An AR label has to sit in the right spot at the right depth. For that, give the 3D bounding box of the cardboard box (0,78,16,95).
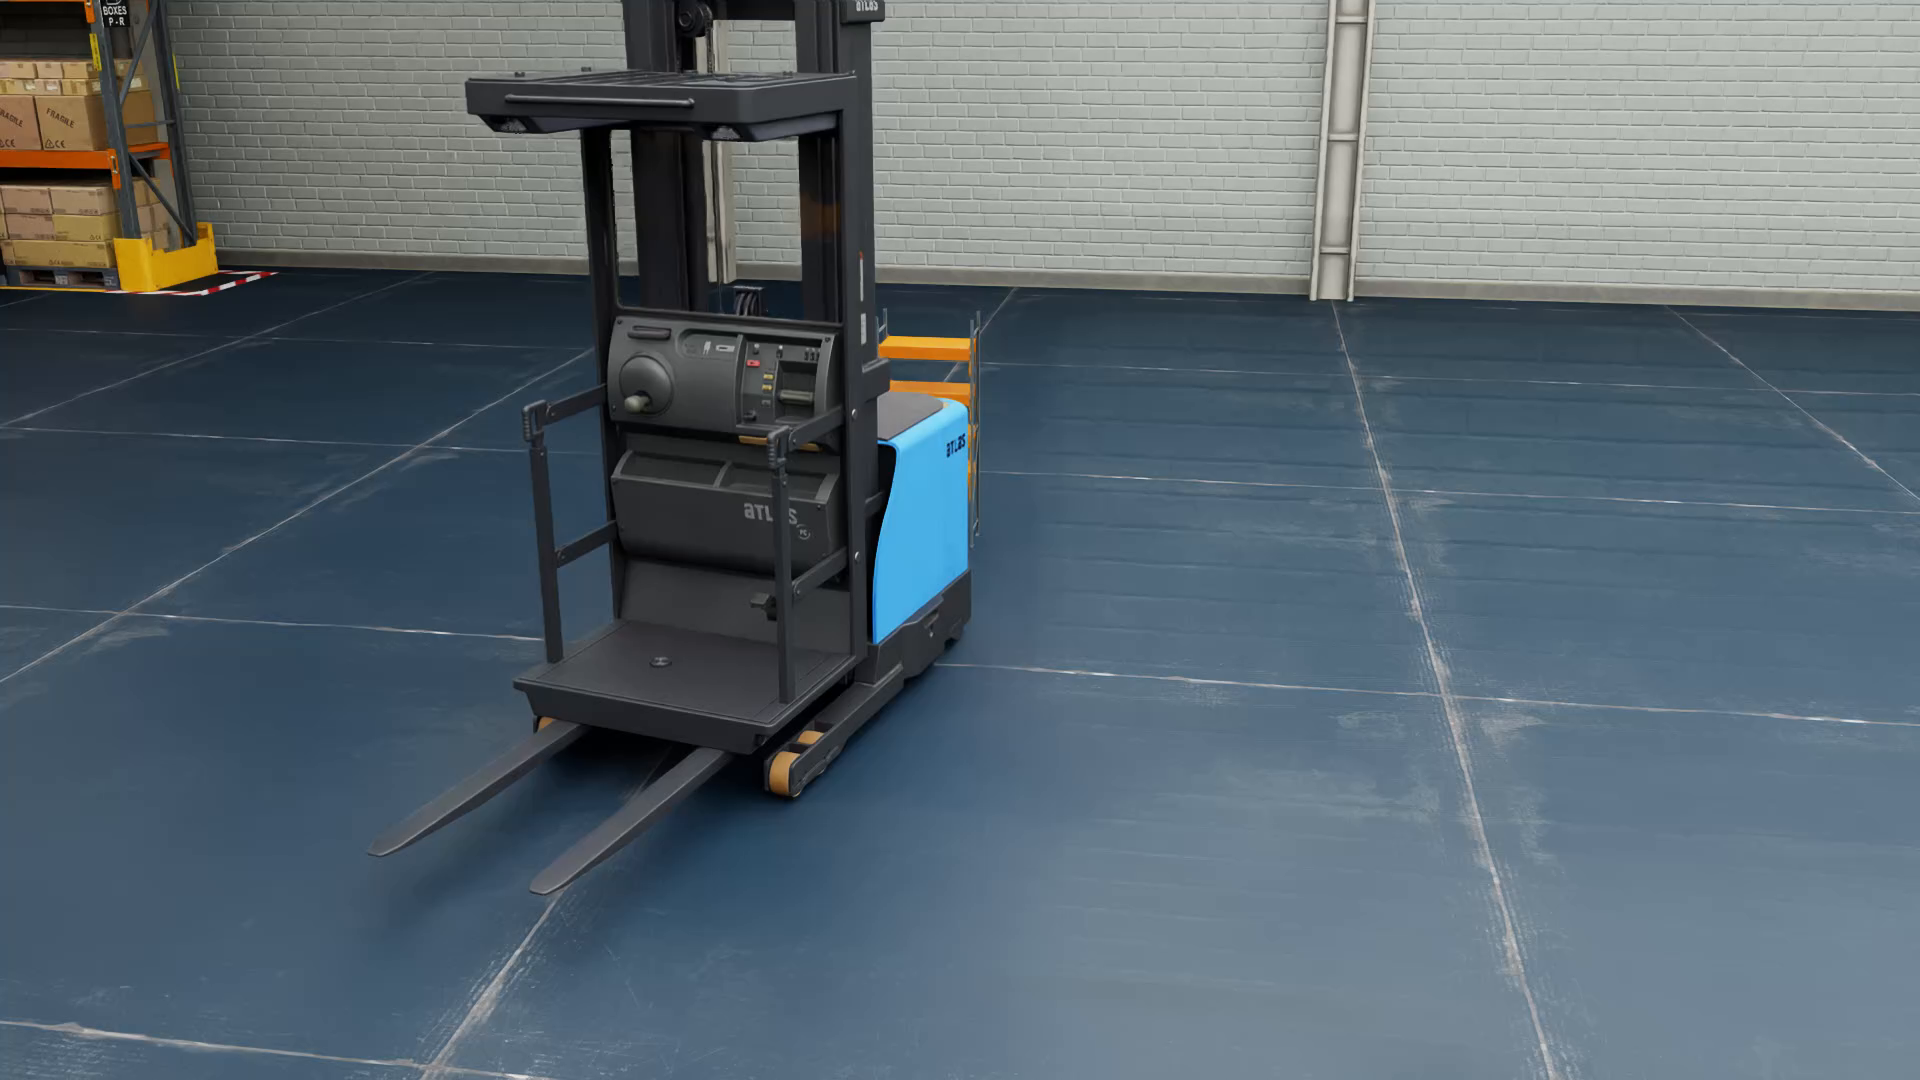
[{"bbox_3d":[-8.959,-4.319,15.805,0.250,0.149,0.380,3,19,8],"label":"cardboard box"}]

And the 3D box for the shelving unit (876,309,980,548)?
[{"bbox_3d":[-0.163,-0.577,8.638,0.503,1.200,0.258,3,19,9],"label":"shelving unit"}]

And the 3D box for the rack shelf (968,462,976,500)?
[{"bbox_3d":[-0.163,-0.325,8.722,0.480,0.148,0.258,3,19,9],"label":"rack shelf"}]

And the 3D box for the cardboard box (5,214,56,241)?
[{"bbox_3d":[-8.849,-3.070,16.135,0.500,0.250,0.500,3,19,8],"label":"cardboard box"}]

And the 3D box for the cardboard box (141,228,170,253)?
[{"bbox_3d":[-8.279,-2.964,16.605,0.500,0.250,0.500,3,19,9],"label":"cardboard box"}]

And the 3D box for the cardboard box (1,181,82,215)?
[{"bbox_3d":[-8.835,-3.301,16.038,0.500,0.250,0.500,3,19,10],"label":"cardboard box"}]

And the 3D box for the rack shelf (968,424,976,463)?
[{"bbox_3d":[-0.163,-0.514,8.659,0.480,0.148,0.258,3,19,9],"label":"rack shelf"}]

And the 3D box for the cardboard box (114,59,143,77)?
[{"bbox_3d":[-8.123,-4.563,16.063,0.250,0.149,0.380,3,19,8],"label":"cardboard box"}]

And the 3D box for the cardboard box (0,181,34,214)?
[{"bbox_3d":[-9.334,-3.324,16.105,0.500,0.250,0.500,3,19,9],"label":"cardboard box"}]

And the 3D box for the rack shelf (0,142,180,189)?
[{"bbox_3d":[-9.800,-3.742,16.394,4.000,0.370,1.077,3,19,9],"label":"rack shelf"}]

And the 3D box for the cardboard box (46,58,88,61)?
[{"bbox_3d":[-8.639,-4.595,16.161,0.250,0.149,0.380,3,19,10],"label":"cardboard box"}]

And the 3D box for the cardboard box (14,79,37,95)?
[{"bbox_3d":[-8.716,-4.303,15.757,0.250,0.149,0.380,3,19,10],"label":"cardboard box"}]

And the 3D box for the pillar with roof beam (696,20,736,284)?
[{"bbox_3d":[-3.129,-5.494,11.042,0.400,9.000,9.100,3,19,9],"label":"pillar with roof beam"}]

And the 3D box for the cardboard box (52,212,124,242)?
[{"bbox_3d":[-8.356,-3.041,16.050,0.500,0.250,0.500,3,19,8],"label":"cardboard box"}]

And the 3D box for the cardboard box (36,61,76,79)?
[{"bbox_3d":[-8.461,-4.433,15.677,0.250,0.149,0.380,3,19,9],"label":"cardboard box"}]

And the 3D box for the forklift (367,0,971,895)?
[{"bbox_3d":[-0.975,-0.609,6.004,1.130,2.935,3.031,7,20,21],"label":"forklift"}]

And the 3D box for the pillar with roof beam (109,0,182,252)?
[{"bbox_3d":[-9.053,-5.796,11.945,0.400,9.000,9.100,3,19,9],"label":"pillar with roof beam"}]

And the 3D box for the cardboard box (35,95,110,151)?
[{"bbox_3d":[-8.353,-3.973,15.791,0.500,0.500,0.500,3,19,7],"label":"cardboard box"}]

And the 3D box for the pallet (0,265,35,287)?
[{"bbox_3d":[-9.788,-2.748,16.683,1.213,0.211,1.003,3,19,9],"label":"pallet"}]

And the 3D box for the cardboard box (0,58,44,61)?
[{"bbox_3d":[-9.145,-4.618,16.228,0.250,0.149,0.380,4,19,10],"label":"cardboard box"}]

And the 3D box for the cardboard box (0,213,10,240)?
[{"bbox_3d":[-9.362,-3.090,16.193,0.500,0.250,0.500,2,19,7],"label":"cardboard box"}]

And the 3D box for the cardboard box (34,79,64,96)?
[{"bbox_3d":[-8.469,-4.271,15.660,0.250,0.149,0.380,3,19,10],"label":"cardboard box"}]

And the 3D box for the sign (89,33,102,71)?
[{"bbox_3d":[-7.925,-4.475,15.251,0.005,0.325,0.100,3,19,9],"label":"sign"}]

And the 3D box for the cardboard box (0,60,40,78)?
[{"bbox_3d":[-8.958,-4.474,15.798,0.250,0.149,0.380,3,19,9],"label":"cardboard box"}]

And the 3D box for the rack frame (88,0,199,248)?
[{"bbox_3d":[-7.825,-3.983,15.979,0.127,3.000,1.000,3,19,9],"label":"rack frame"}]

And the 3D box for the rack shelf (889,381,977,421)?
[{"bbox_3d":[-0.163,-0.726,8.588,0.480,0.148,0.258,3,19,9],"label":"rack shelf"}]

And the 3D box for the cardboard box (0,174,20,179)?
[{"bbox_3d":[-9.761,-3.516,16.680,0.500,0.250,0.500,3,19,8],"label":"cardboard box"}]

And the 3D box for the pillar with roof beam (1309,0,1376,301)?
[{"bbox_3d":[2.795,-5.192,10.140,0.400,9.000,9.100,3,19,9],"label":"pillar with roof beam"}]

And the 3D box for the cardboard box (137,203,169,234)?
[{"bbox_3d":[-8.257,-3.204,16.534,0.500,0.250,0.500,3,19,10],"label":"cardboard box"}]

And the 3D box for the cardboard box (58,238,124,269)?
[{"bbox_3d":[-8.339,-2.803,16.123,0.500,0.250,0.500,3,19,9],"label":"cardboard box"}]

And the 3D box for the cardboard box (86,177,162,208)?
[{"bbox_3d":[-8.270,-3.435,16.439,0.500,0.250,0.500,3,19,8],"label":"cardboard box"}]

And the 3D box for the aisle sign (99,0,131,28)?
[{"bbox_3d":[-7.807,-5.120,15.281,0.004,0.787,0.394,3,19,9],"label":"aisle sign"}]

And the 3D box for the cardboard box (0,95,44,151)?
[{"bbox_3d":[-8.864,-4.002,15.878,0.500,0.500,0.500,4,19,10],"label":"cardboard box"}]

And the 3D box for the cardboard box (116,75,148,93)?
[{"bbox_3d":[-8.119,-4.436,16.154,0.250,0.149,0.380,2,19,7],"label":"cardboard box"}]

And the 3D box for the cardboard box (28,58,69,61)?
[{"bbox_3d":[-8.881,-4.612,16.212,0.250,0.149,0.380,3,19,9],"label":"cardboard box"}]

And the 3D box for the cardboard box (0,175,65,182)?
[{"bbox_3d":[-9.256,-3.488,16.596,0.500,0.250,0.500,3,19,8],"label":"cardboard box"}]

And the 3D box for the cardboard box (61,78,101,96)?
[{"bbox_3d":[-8.212,-4.267,15.650,0.250,0.149,0.380,3,19,9],"label":"cardboard box"}]

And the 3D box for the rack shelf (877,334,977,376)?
[{"bbox_3d":[-0.163,-0.950,8.513,0.480,0.148,0.258,3,19,9],"label":"rack shelf"}]

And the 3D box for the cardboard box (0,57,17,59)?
[{"bbox_3d":[-9.389,-4.662,16.360,0.250,0.149,0.380,2,19,7],"label":"cardboard box"}]

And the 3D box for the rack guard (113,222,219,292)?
[{"bbox_3d":[-7.802,-2.796,16.372,0.348,0.500,1.175,3,19,9],"label":"rack guard"}]

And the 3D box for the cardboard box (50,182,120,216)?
[{"bbox_3d":[-8.330,-3.277,15.967,0.500,0.250,0.500,4,19,10],"label":"cardboard box"}]

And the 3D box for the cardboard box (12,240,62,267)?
[{"bbox_3d":[-8.829,-2.831,16.207,0.500,0.250,0.500,3,19,9],"label":"cardboard box"}]

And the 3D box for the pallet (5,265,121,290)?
[{"bbox_3d":[-8.587,-2.686,16.497,1.213,0.211,1.003,3,19,9],"label":"pallet"}]

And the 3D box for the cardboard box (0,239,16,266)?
[{"bbox_3d":[-9.321,-2.859,16.291,0.500,0.250,0.500,3,19,9],"label":"cardboard box"}]

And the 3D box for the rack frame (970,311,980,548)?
[{"bbox_3d":[0.077,-0.565,8.601,0.015,1.200,0.240,3,19,9],"label":"rack frame"}]

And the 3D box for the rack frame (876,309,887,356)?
[{"bbox_3d":[-0.404,-0.590,8.674,0.015,1.200,0.240,3,19,9],"label":"rack frame"}]

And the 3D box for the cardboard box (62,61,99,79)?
[{"bbox_3d":[-8.212,-4.431,15.669,0.250,0.149,0.380,3,19,9],"label":"cardboard box"}]

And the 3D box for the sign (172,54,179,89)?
[{"bbox_3d":[-7.731,-4.604,16.347,0.005,0.325,0.100,3,19,9],"label":"sign"}]

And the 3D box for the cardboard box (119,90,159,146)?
[{"bbox_3d":[-8.270,-4.142,16.297,0.500,0.500,0.500,4,19,10],"label":"cardboard box"}]

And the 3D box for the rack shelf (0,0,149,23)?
[{"bbox_3d":[-9.800,-5.165,15.918,4.000,0.370,1.077,3,19,9],"label":"rack shelf"}]

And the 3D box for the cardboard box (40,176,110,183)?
[{"bbox_3d":[-8.764,-3.460,16.511,0.500,0.250,0.500,3,19,9],"label":"cardboard box"}]

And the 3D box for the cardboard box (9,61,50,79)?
[{"bbox_3d":[-8.724,-4.438,15.691,0.250,0.149,0.380,3,19,10],"label":"cardboard box"}]

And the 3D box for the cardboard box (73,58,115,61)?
[{"bbox_3d":[-8.376,-4.596,16.162,0.250,0.149,0.380,4,19,11],"label":"cardboard box"}]
